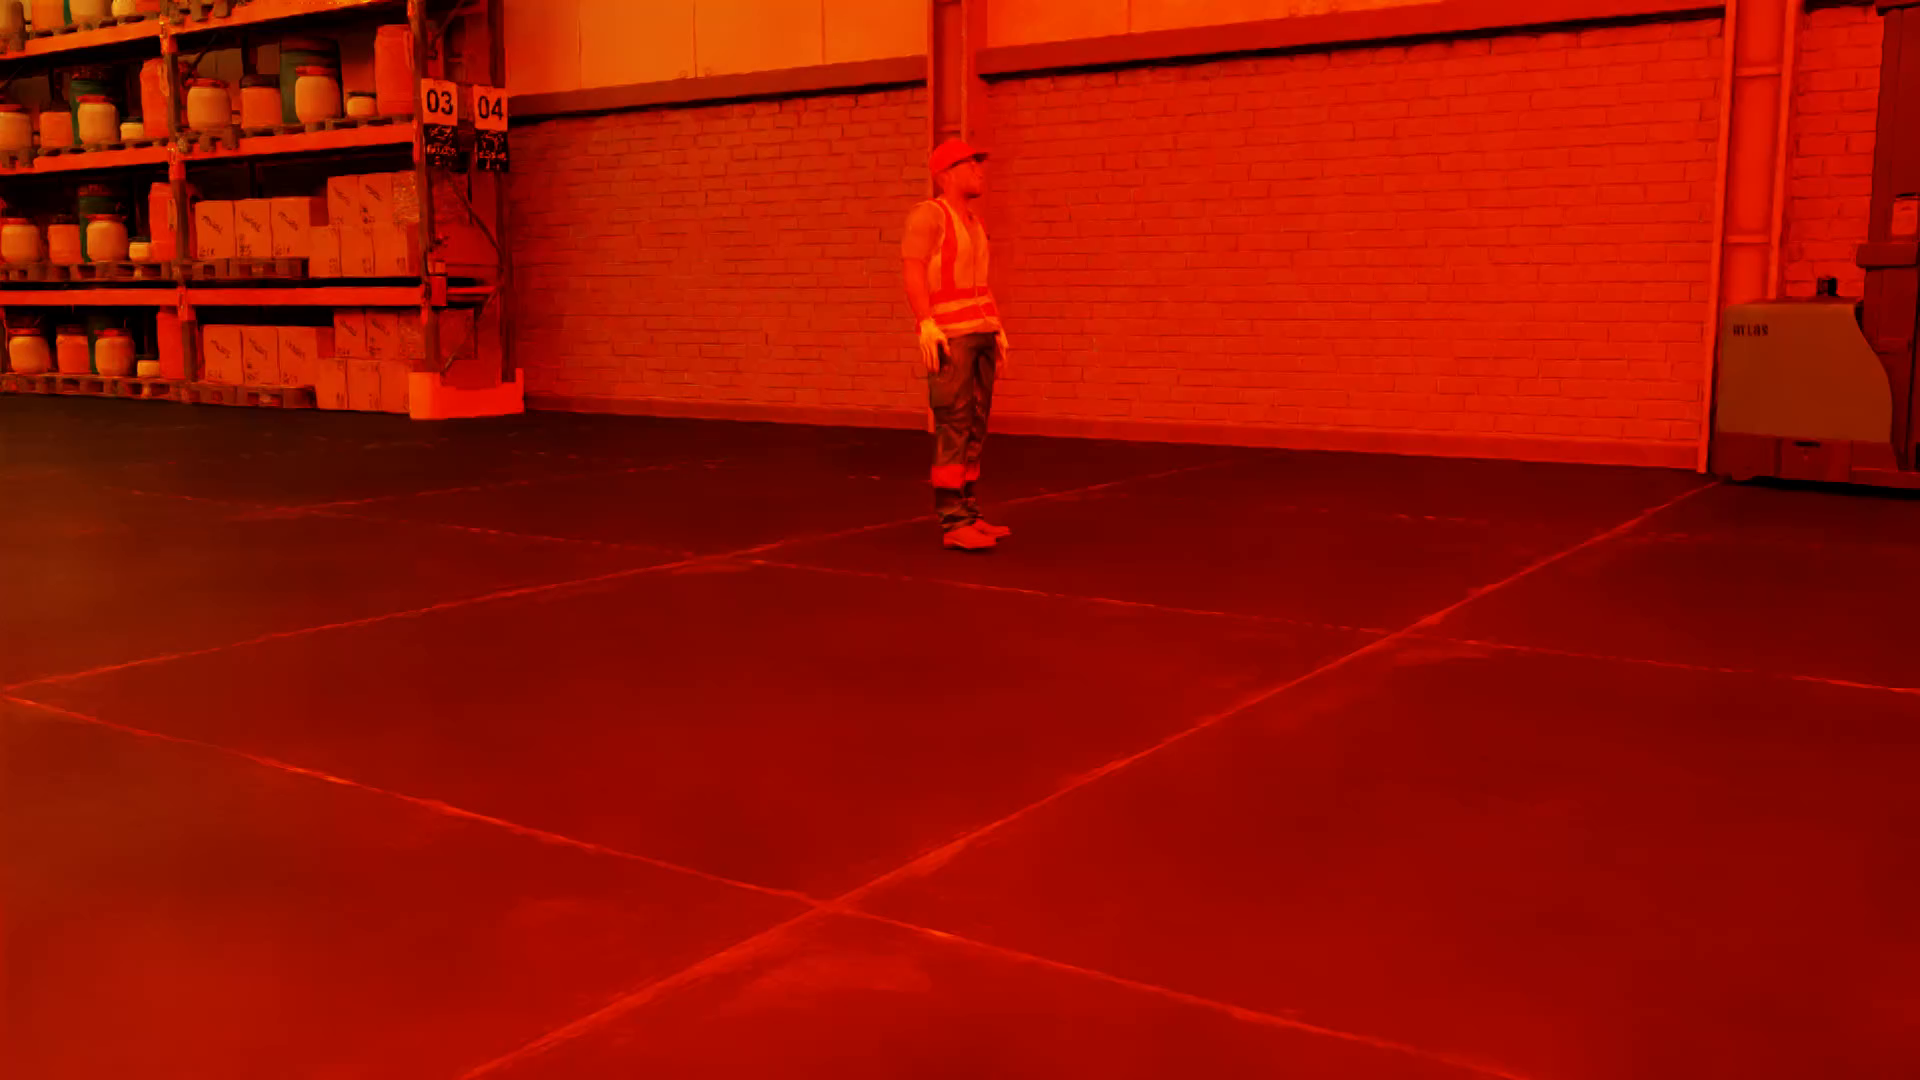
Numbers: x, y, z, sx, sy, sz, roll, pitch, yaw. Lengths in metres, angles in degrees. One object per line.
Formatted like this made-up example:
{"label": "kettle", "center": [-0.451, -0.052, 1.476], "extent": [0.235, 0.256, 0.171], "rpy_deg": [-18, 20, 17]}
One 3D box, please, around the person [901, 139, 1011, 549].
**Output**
{"label": "person", "center": [0.061, -0.885, 7.423], "extent": [0.563, 1.787, 0.637], "rpy_deg": [5, 10, 34]}

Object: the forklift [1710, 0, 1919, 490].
{"label": "forklift", "center": [5.795, -1.668, 8.924], "extent": [1.130, 2.935, 3.031], "rpy_deg": [-6, 10, -36]}
